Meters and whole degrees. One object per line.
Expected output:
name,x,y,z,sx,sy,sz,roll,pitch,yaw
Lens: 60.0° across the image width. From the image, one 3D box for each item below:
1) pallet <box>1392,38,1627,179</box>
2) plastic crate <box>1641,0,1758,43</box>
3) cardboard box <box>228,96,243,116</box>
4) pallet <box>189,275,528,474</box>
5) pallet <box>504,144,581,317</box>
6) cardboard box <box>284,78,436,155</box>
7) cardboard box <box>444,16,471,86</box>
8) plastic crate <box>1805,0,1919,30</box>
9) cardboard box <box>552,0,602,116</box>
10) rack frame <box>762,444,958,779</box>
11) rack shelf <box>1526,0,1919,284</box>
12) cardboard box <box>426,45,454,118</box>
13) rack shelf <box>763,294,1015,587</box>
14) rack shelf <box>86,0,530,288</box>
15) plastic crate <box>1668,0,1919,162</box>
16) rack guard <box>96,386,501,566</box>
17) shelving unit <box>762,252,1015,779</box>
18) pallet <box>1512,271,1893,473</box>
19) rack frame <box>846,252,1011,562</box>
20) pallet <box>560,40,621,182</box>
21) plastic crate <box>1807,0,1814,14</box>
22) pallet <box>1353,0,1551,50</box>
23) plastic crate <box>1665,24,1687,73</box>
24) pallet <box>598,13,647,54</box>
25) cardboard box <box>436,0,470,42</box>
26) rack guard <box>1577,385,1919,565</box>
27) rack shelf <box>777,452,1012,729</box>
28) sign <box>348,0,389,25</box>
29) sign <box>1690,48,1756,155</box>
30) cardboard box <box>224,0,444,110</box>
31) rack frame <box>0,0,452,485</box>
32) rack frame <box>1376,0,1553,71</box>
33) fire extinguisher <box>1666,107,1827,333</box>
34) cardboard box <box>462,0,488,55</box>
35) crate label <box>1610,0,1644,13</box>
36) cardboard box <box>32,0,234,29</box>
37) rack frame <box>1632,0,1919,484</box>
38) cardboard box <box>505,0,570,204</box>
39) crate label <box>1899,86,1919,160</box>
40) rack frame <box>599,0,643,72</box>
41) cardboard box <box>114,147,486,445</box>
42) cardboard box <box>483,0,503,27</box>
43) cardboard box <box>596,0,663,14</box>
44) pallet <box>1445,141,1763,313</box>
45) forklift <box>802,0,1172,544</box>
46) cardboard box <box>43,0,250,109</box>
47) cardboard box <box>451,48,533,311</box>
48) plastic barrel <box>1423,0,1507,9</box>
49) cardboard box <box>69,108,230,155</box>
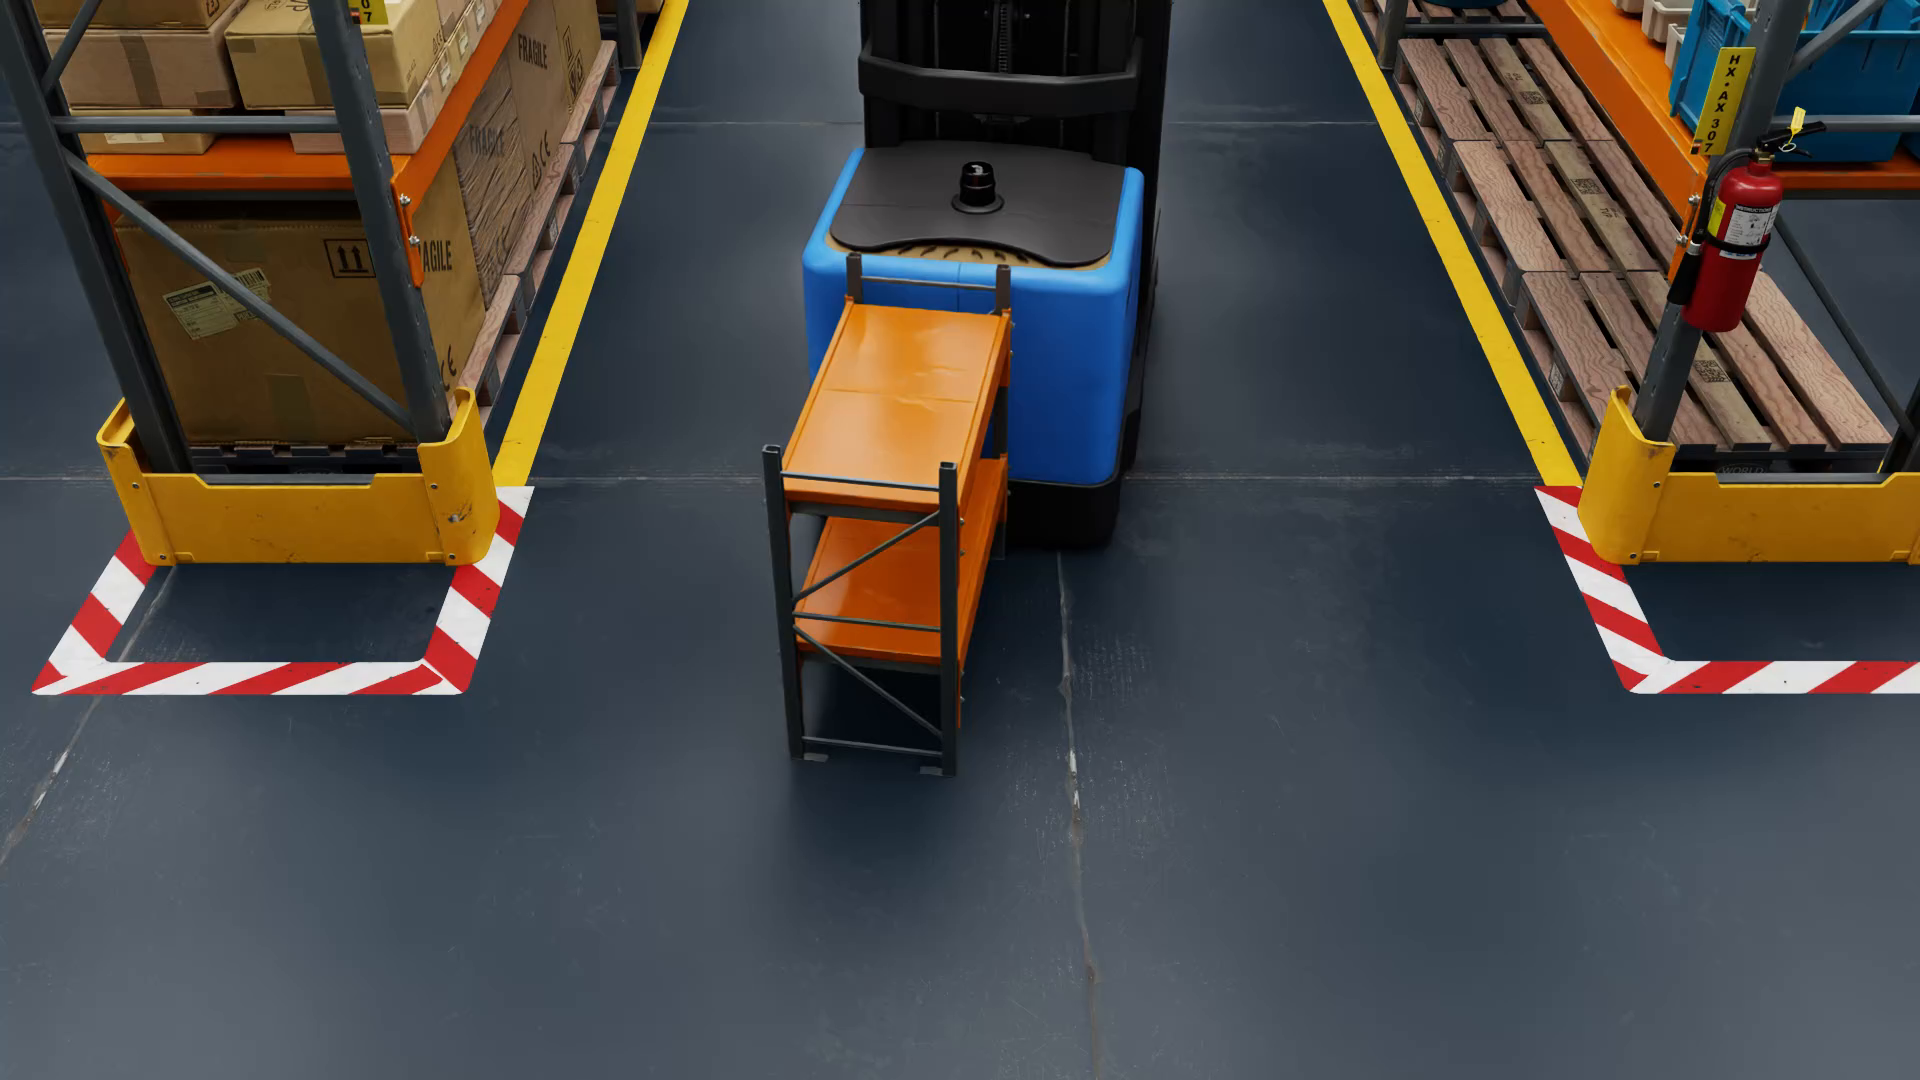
pallet,2.784,-2.163,8.280,1.003,0.211,1.213,0,39,0
plastic crate,2.581,-1.821,5.786,0.396,0.136,0.243,0,39,0
cardboard box,-2.536,-1.493,5.415,0.380,0.149,0.250,0,39,0
pallet,-2.283,-0.618,6.352,1.003,0.211,1.213,0,39,0
pallet,-2.282,-1.379,7.301,1.003,0.211,1.213,0,39,0
cardboard box,-1.875,-1.330,5.212,0.380,0.149,0.250,0,39,0
cardboard box,-1.877,-1.650,5.612,0.380,0.149,0.250,-1,39,-1
plastic crate,3.077,-1.734,5.601,0.416,0.233,0.300,0,39,0
cardboard box,-2.288,-2.629,7.995,0.875,0.875,0.875,0,39,0
rack frame,-0.256,0.228,4.566,0.500,1.125,0.032,6,39,7
rack shelf,2.746,-2.179,6.646,1.077,0.370,4.000,0,39,0
cardboard box,-1.876,-1.490,5.412,0.380,0.149,0.250,-1,39,-1
rack shelf,-0.176,-0.315,4.775,0.538,0.278,1.000,6,39,7
rack shelf,-2.206,-2.176,6.642,1.077,0.370,4.000,0,39,0
plastic crate,2.562,-1.456,5.092,0.616,0.435,0.499,0,39,0
rack guard,-2.204,-0.215,5.619,1.175,0.500,0.348,0,39,0
shelving unit,-0.176,-0.086,4.958,0.538,1.125,1.048,6,39,7
pallet,2.787,-0.637,6.376,1.003,0.211,1.213,0,39,0
rack frame,-0.096,-0.400,5.350,0.500,1.125,0.032,6,39,7
pallet,-2.286,-2.143,8.256,1.003,0.211,1.213,0,39,0
plastic crate,3.159,-1.909,5.897,0.250,0.136,0.298,0,39,0
pallet,2.785,-3.105,9.456,1.003,0.211,1.213,0,39,0
plastic crate,2.567,-1.640,5.560,0.396,0.136,0.243,0,39,0
pallet,-2.285,-3.101,9.451,1.003,0.211,1.213,0,39,0
cardboard box,-1.942,-1.889,5.590,0.500,0.250,0.500,0,39,-1
rack guard,2.762,-0.219,5.623,1.175,0.500,0.348,0,39,0
rack shelf,-0.176,0.105,5.111,0.538,0.278,1.000,6,39,7
sign,-1.649,-1.571,4.556,0.100,0.325,0.005,0,39,0
sign,2.199,-1.262,4.796,0.100,0.325,0.005,0,39,0
cardboard box,-1.935,-1.564,5.185,0.500,0.250,0.500,-1,39,-1
rack frame,-2.204,-1.206,4.856,1.000,3.000,0.127,0,39,0
rack frame,2.744,-3.711,7.982,1.000,3.000,0.127,0,39,0
fire extinguisher,2.295,-0.939,4.883,0.296,0.674,0.183,0,39,0
cardboard box,-1.878,-1.814,5.815,0.380,0.149,0.250,-1,39,-1
crate label,2.556,-1.995,6.004,0.396,0.136,0.243,0,39,0
cardboard box,-2.468,-1.860,4.955,0.500,0.500,0.500,0,39,1
rack frame,2.749,-1.209,4.860,1.000,3.000,0.127,0,39,0
cardboard box,-2.287,-2.066,7.293,0.875,0.875,0.875,0,39,0
crate label,3.078,-1.322,5.087,0.416,0.233,0.303,0,39,0
rack frame,-2.209,-3.707,7.977,1.000,3.000,0.127,0,39,0
cardboard box,-2.285,-0.941,5.888,0.875,0.875,0.875,0,39,0
cardboard box,-1.878,-1.973,6.014,0.380,0.149,0.250,-1,39,-1
cardboard box,-2.229,-3.442,9.010,1.225,0.875,0.875,0,39,0
pallet,2.788,-1.398,7.326,1.003,0.211,1.213,0,39,0
forklift,0.231,-2.051,5.965,1.130,2.935,3.031,6,39,7
cardboard box,-2.470,-1.566,5.188,0.500,0.250,0.500,-1,39,-1
cardboard box,-2.286,-1.510,6.598,0.875,0.875,0.875,0,39,0
plastic barrel,2.761,-3.396,8.931,0.600,0.901,0.708,0,39,0
cardboard box,-2.534,-1.330,5.212,0.380,0.149,0.250,1,39,1
